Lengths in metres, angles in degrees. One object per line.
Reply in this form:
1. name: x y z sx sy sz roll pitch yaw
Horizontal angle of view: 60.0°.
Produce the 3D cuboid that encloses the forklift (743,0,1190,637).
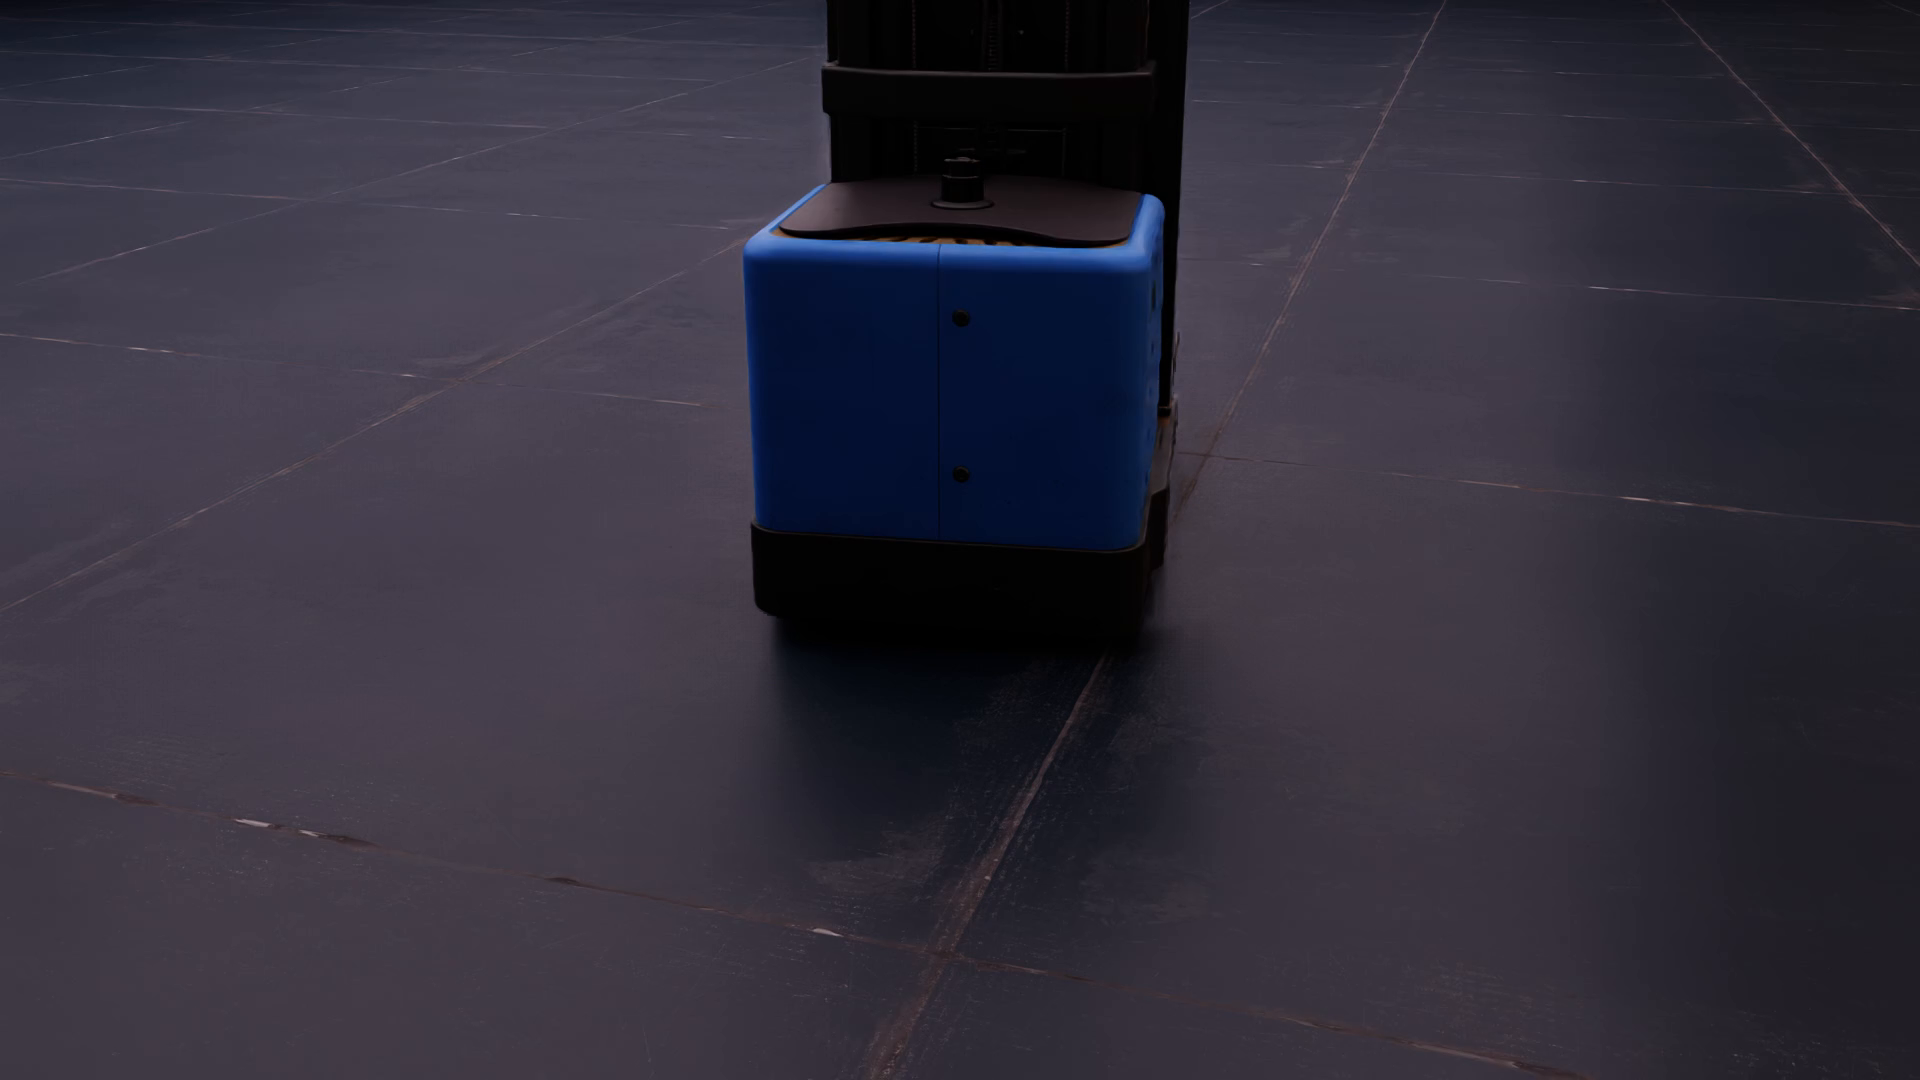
1. forklift: 0.181 -1.631 5.229 1.130 2.935 3.031 3 23 8
